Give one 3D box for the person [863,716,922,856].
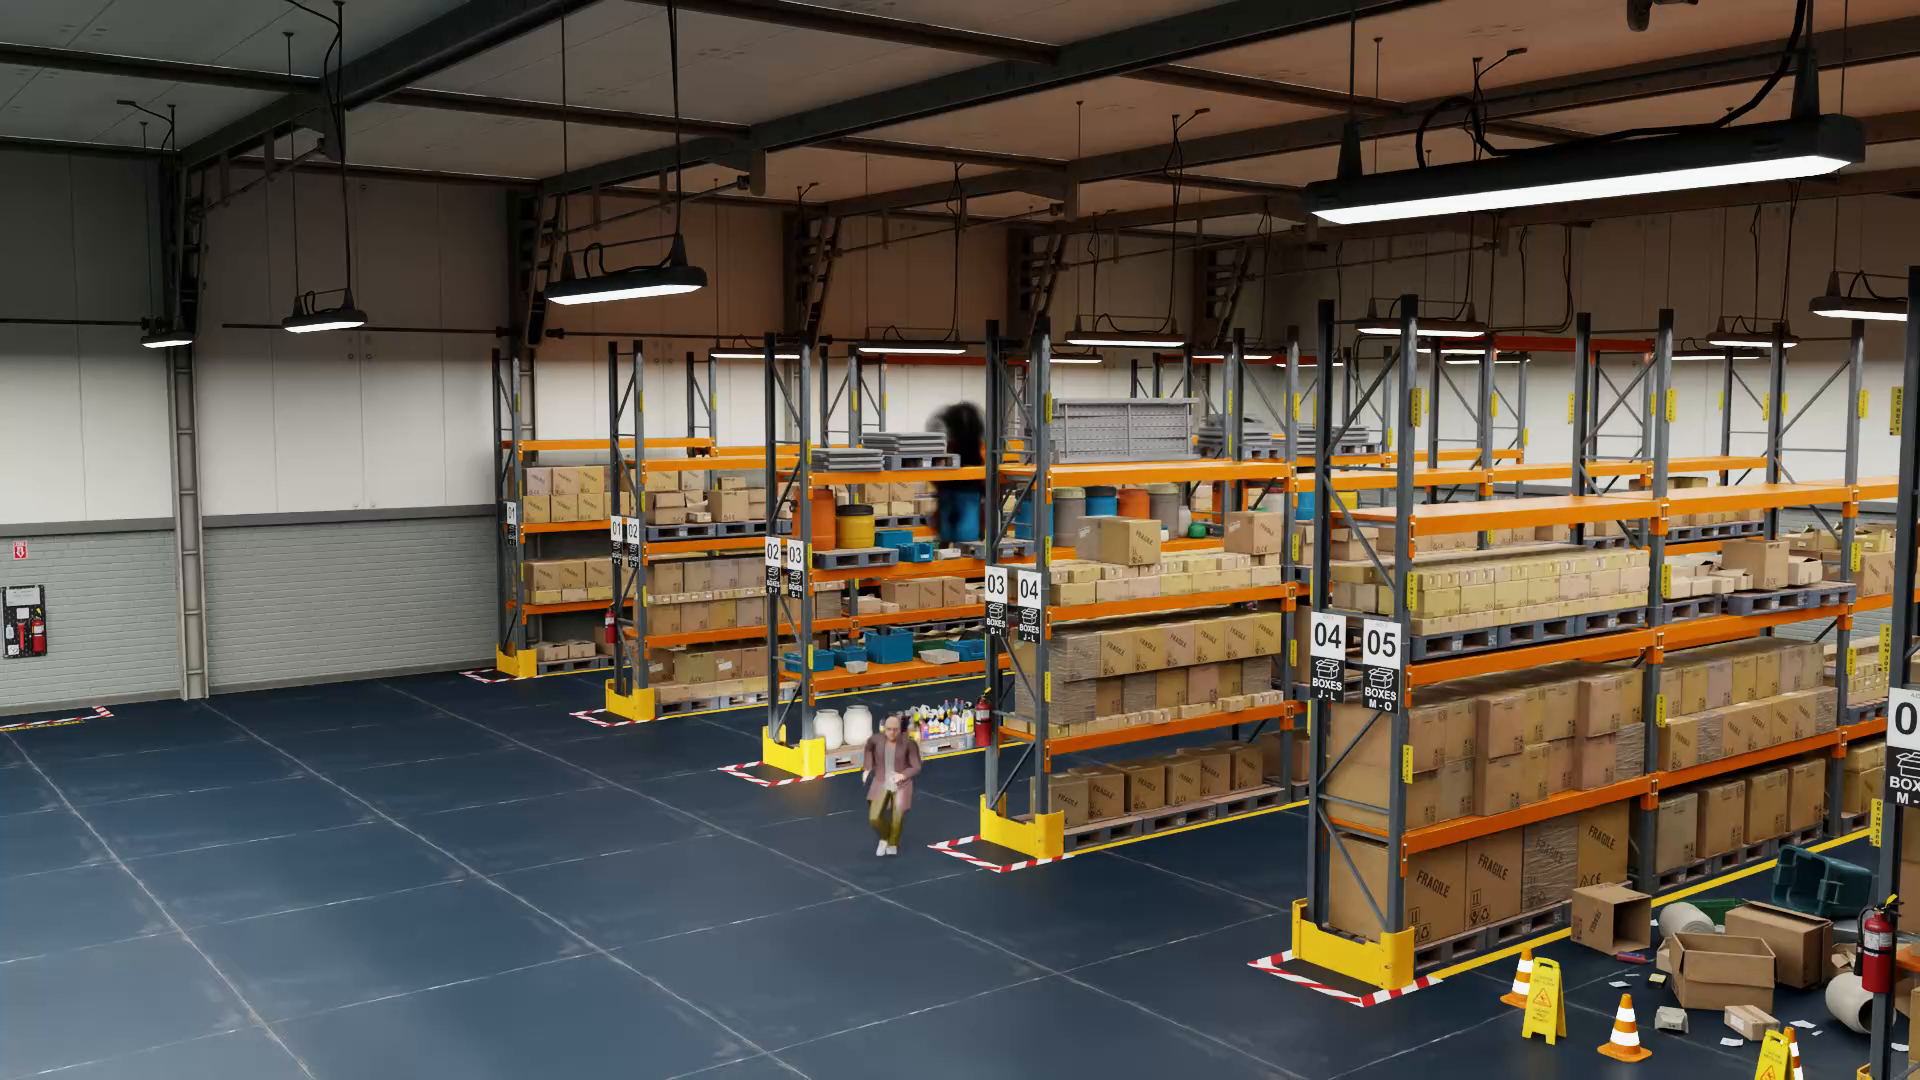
[{"bbox_3d":[-0.763,2.732,18.389,0.713,1.641,0.939,1,5,6],"label":"person"}]
